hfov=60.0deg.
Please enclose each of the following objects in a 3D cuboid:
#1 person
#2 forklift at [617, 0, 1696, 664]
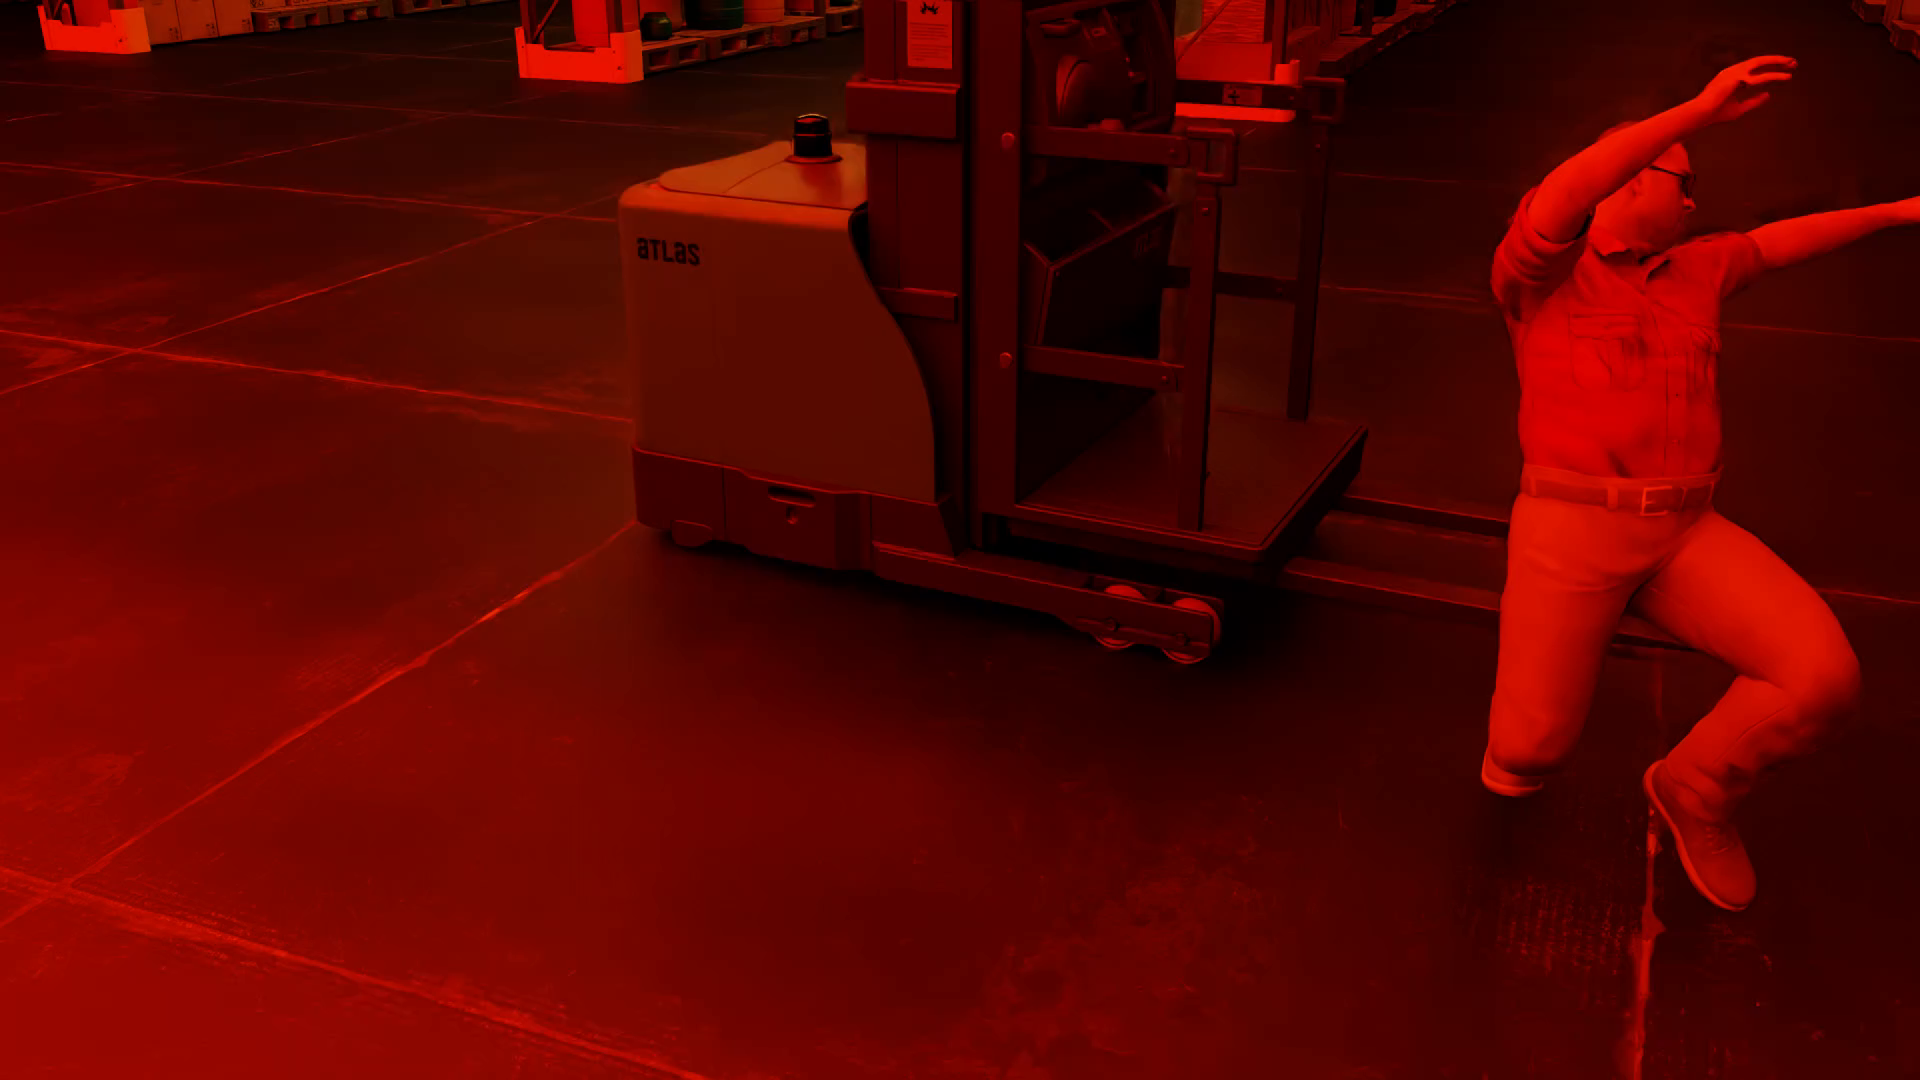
[{"bbox_3d":[1.580,-0.108,3.252,1.119,1.637,0.844,-3,23,-8],"label":"person"},{"bbox_3d":[0.565,-1.265,4.318,3.031,2.935,1.130,11,25,24],"label":"forklift"}]
